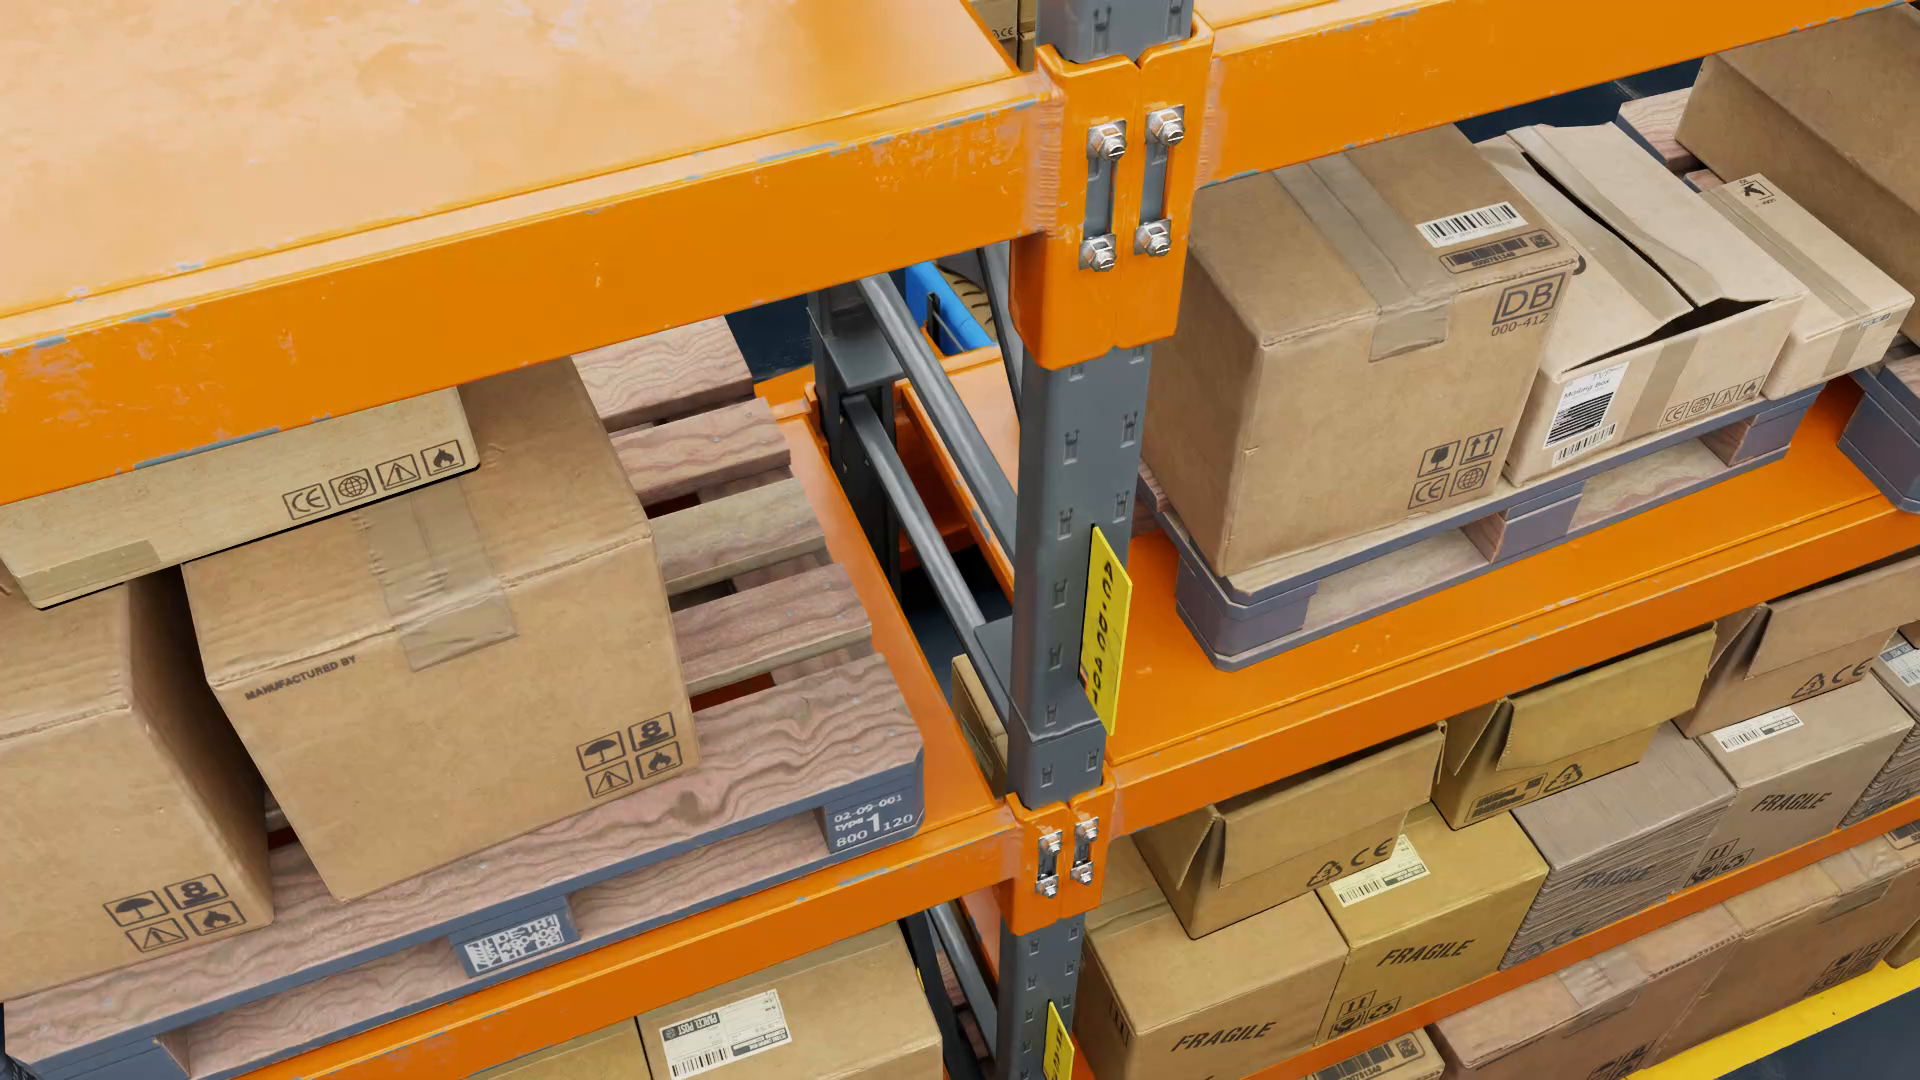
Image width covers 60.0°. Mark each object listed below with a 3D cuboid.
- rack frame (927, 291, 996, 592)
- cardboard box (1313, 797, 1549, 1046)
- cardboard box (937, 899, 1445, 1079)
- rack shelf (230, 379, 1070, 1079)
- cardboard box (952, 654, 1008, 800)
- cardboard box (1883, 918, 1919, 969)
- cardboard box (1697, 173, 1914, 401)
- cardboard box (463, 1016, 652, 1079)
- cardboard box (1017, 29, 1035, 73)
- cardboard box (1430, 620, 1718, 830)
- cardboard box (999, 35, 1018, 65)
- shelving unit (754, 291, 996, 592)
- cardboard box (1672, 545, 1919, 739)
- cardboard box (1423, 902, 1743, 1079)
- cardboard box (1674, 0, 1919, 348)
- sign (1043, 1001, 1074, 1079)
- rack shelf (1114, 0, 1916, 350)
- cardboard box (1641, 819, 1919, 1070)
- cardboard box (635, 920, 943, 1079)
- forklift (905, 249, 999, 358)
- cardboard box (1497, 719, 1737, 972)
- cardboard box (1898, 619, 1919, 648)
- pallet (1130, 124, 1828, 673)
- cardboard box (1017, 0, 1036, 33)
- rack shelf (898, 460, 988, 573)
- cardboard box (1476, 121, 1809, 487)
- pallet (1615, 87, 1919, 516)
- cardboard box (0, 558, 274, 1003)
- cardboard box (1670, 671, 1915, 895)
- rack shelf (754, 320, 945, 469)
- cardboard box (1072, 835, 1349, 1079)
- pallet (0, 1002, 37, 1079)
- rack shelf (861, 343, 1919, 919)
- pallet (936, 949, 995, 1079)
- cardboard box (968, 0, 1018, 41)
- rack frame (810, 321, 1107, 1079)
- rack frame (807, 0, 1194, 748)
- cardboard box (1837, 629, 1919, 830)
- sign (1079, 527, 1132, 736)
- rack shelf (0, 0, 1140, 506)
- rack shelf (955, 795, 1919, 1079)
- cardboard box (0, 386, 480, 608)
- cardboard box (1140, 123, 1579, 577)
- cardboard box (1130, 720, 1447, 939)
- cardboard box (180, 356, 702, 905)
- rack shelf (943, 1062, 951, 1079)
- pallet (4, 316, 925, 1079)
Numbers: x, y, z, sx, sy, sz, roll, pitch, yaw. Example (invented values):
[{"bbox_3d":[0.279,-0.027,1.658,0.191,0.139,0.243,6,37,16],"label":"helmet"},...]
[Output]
[{"bbox_3d":[0.009,-0.338,6.140,0.032,1.125,0.500,-21,53,-17],"label":"rack frame"},{"bbox_3d":[0.959,0.772,3.885,0.500,0.500,0.500,-17,51,-14],"label":"cardboard box"},{"bbox_3d":[0.558,1.263,4.653,0.875,0.875,1.225,-17,51,-14],"label":"cardboard box"},{"bbox_3d":[-1.878,0.736,2.478,4.000,0.370,1.077,-17,52,-14],"label":"rack shelf"},{"bbox_3d":[0.303,0.547,4.078,0.500,0.500,0.500,-17,51,-14],"label":"cardboard box"},{"bbox_3d":[3.030,0.497,5.311,0.875,0.875,1.225,-19,52,-16],"label":"cardboard box"},{"bbox_3d":[1.409,-0.449,2.910,0.250,0.149,0.380,-19,52,-16],"label":"cardboard box"},{"bbox_3d":[-0.816,1.073,3.100,0.500,0.500,0.500,-17,51,-14],"label":"cardboard box"},{"bbox_3d":[0.419,-2.395,8.041,0.500,0.500,0.500,-19,52,-16],"label":"cardboard box"},{"bbox_3d":[1.202,0.168,3.742,0.637,0.503,0.797,-17,51,-14],"label":"cardboard box"},{"bbox_3d":[-0.055,-2.268,7.932,0.500,0.500,0.500,-16,51,-14],"label":"cardboard box"},{"bbox_3d":[-0.443,-0.162,5.989,1.048,1.125,0.538,-21,53,-17],"label":"shelving unit"},{"bbox_3d":[1.771,-0.021,3.905,0.637,0.503,0.797,-16,51,-13],"label":"cardboard box"},{"bbox_3d":[1.385,1.006,4.873,0.875,0.875,1.225,-19,52,-15],"label":"cardboard box"},{"bbox_3d":[1.793,-0.789,2.969,0.637,0.503,0.797,-18,52,-15],"label":"cardboard box"},{"bbox_3d":[0.185,0.987,3.143,0.005,0.325,0.100,-17,52,-14],"label":"sign"},{"bbox_3d":[1.825,-1.258,2.477,4.000,0.370,1.077,-17,52,-14],"label":"rack shelf"},{"bbox_3d":[2.202,0.747,5.096,0.875,0.875,1.225,-17,51,-14],"label":"cardboard box"},{"bbox_3d":[-0.351,0.933,3.221,0.500,0.500,0.500,-16,51,-13],"label":"cardboard box"},{"bbox_3d":[1.332,-1.540,5.981,3.031,2.935,1.130,-21,53,-17],"label":"forklift"},{"bbox_3d":[1.422,0.628,4.008,0.500,0.500,0.500,-18,52,-15],"label":"cardboard box"},{"bbox_3d":[2.389,-0.218,4.074,0.637,0.503,0.797,-16,51,-13],"label":"cardboard box"},{"bbox_3d":[0.804,-0.307,3.026,1.217,0.209,0.805,-19,52,-16],"label":"pallet"},{"bbox_3d":[0.421,-2.654,7.769,0.500,0.250,0.500,-16,51,-13],"label":"cardboard box"},{"bbox_3d":[-0.443,-0.003,6.174,1.000,0.278,0.538,-21,53,-17],"label":"rack shelf"},{"bbox_3d":[1.023,-0.431,2.789,0.500,0.311,0.500,-19,52,-15],"label":"cardboard box"},{"bbox_3d":[2.066,-0.613,3.287,1.213,0.211,1.003,-15,51,-13],"label":"pallet"},{"bbox_3d":[-1.228,0.144,2.104,0.500,0.500,0.700,-15,51,-12],"label":"cardboard box"},{"bbox_3d":[1.899,0.476,4.139,0.500,0.500,0.500,-16,51,-14],"label":"cardboard box"},{"bbox_3d":[-0.443,-0.353,5.767,1.000,0.278,0.538,-21,53,-17],"label":"rack shelf"},{"bbox_3d":[0.494,0.916,3.761,0.500,0.500,0.500,-17,51,-14],"label":"cardboard box"},{"bbox_3d":[-1.915,0.531,2.238,1.213,0.211,1.003,-17,52,-14],"label":"pallet"},{"bbox_3d":[1.825,-0.411,3.464,4.000,0.370,1.077,-17,52,-14],"label":"rack shelf"},{"bbox_3d":[0.659,1.540,5.129,1.213,0.211,1.003,-17,52,-14],"label":"pallet"},{"bbox_3d":[-0.058,-2.498,7.635,0.500,0.250,0.500,-15,51,-13],"label":"cardboard box"},{"bbox_3d":[-0.026,0.905,3.836,0.127,3.000,1.000,-17,52,-14],"label":"rack frame"},{"bbox_3d":[-0.026,-1.049,1.560,0.127,3.000,1.000,-17,52,-14],"label":"rack frame"},{"bbox_3d":[2.370,0.331,4.263,0.500,0.500,0.500,-19,52,-15],"label":"cardboard box"},{"bbox_3d":[0.185,0.123,2.138,0.005,0.325,0.100,-17,52,-14],"label":"sign"},{"bbox_3d":[-1.878,-0.111,1.492,4.000,0.370,1.077,-17,52,-14],"label":"rack shelf"},{"bbox_3d":[1.825,0.566,4.602,4.000,0.370,1.077,-17,52,-14],"label":"rack shelf"},{"bbox_3d":[-0.900,-0.253,1.951,0.500,0.250,0.500,-20,52,-17],"label":"cardboard box"},{"bbox_3d":[0.507,-0.415,2.650,0.500,0.500,0.700,-16,51,-13],"label":"cardboard box"},{"bbox_3d":[0.562,0.357,3.580,0.637,0.503,0.797,-18,52,-15],"label":"cardboard box"},{"bbox_3d":[-0.728,-0.007,2.234,0.500,0.500,0.700,-20,52,-16],"label":"cardboard box"},{"bbox_3d":[-1.878,1.713,3.616,4.000,0.370,1.077,-17,52,-14],"label":"rack shelf"},{"bbox_3d":[-0.788,0.184,2.537,1.213,0.211,1.003,-17,52,-14],"label":"pallet"}]
